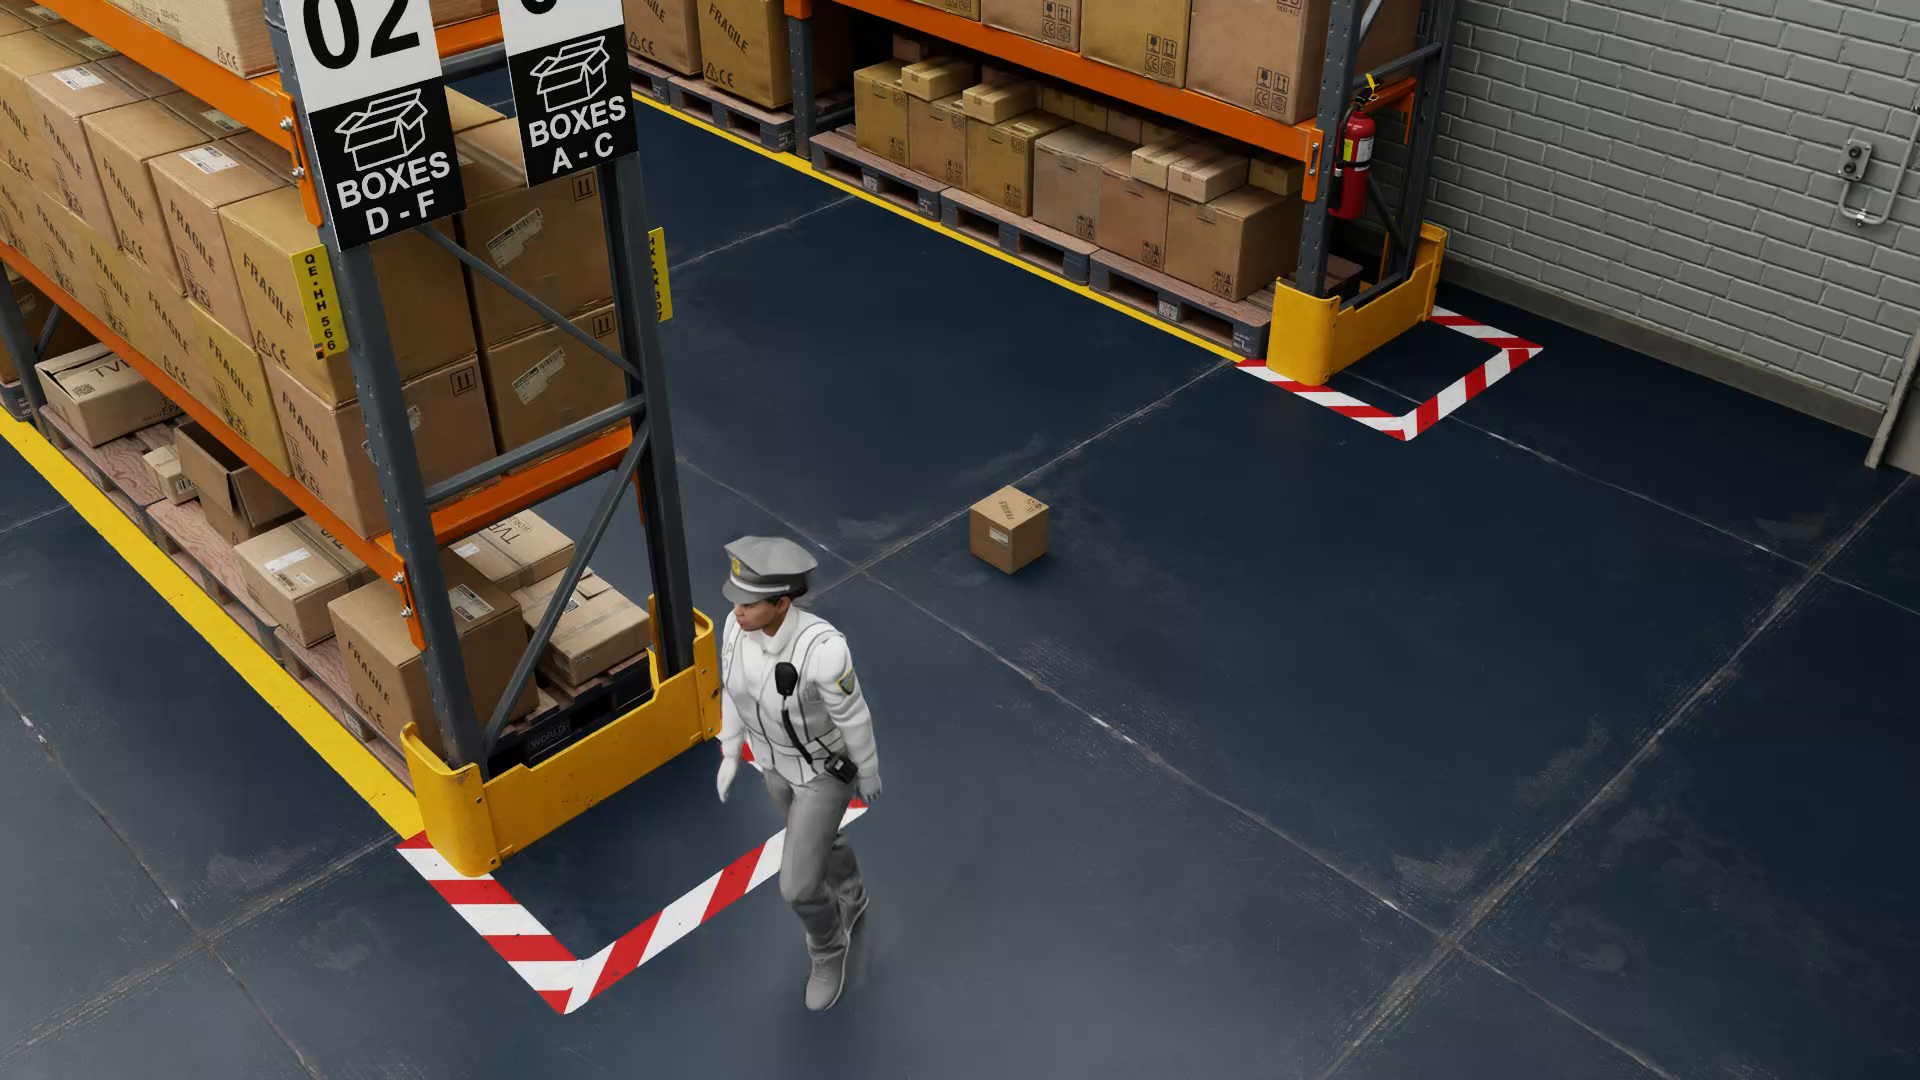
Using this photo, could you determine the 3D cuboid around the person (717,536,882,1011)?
[{"bbox_3d":[-0.500,0.697,5.167,0.508,1.728,0.491,26,43,32],"label":"person"}]
